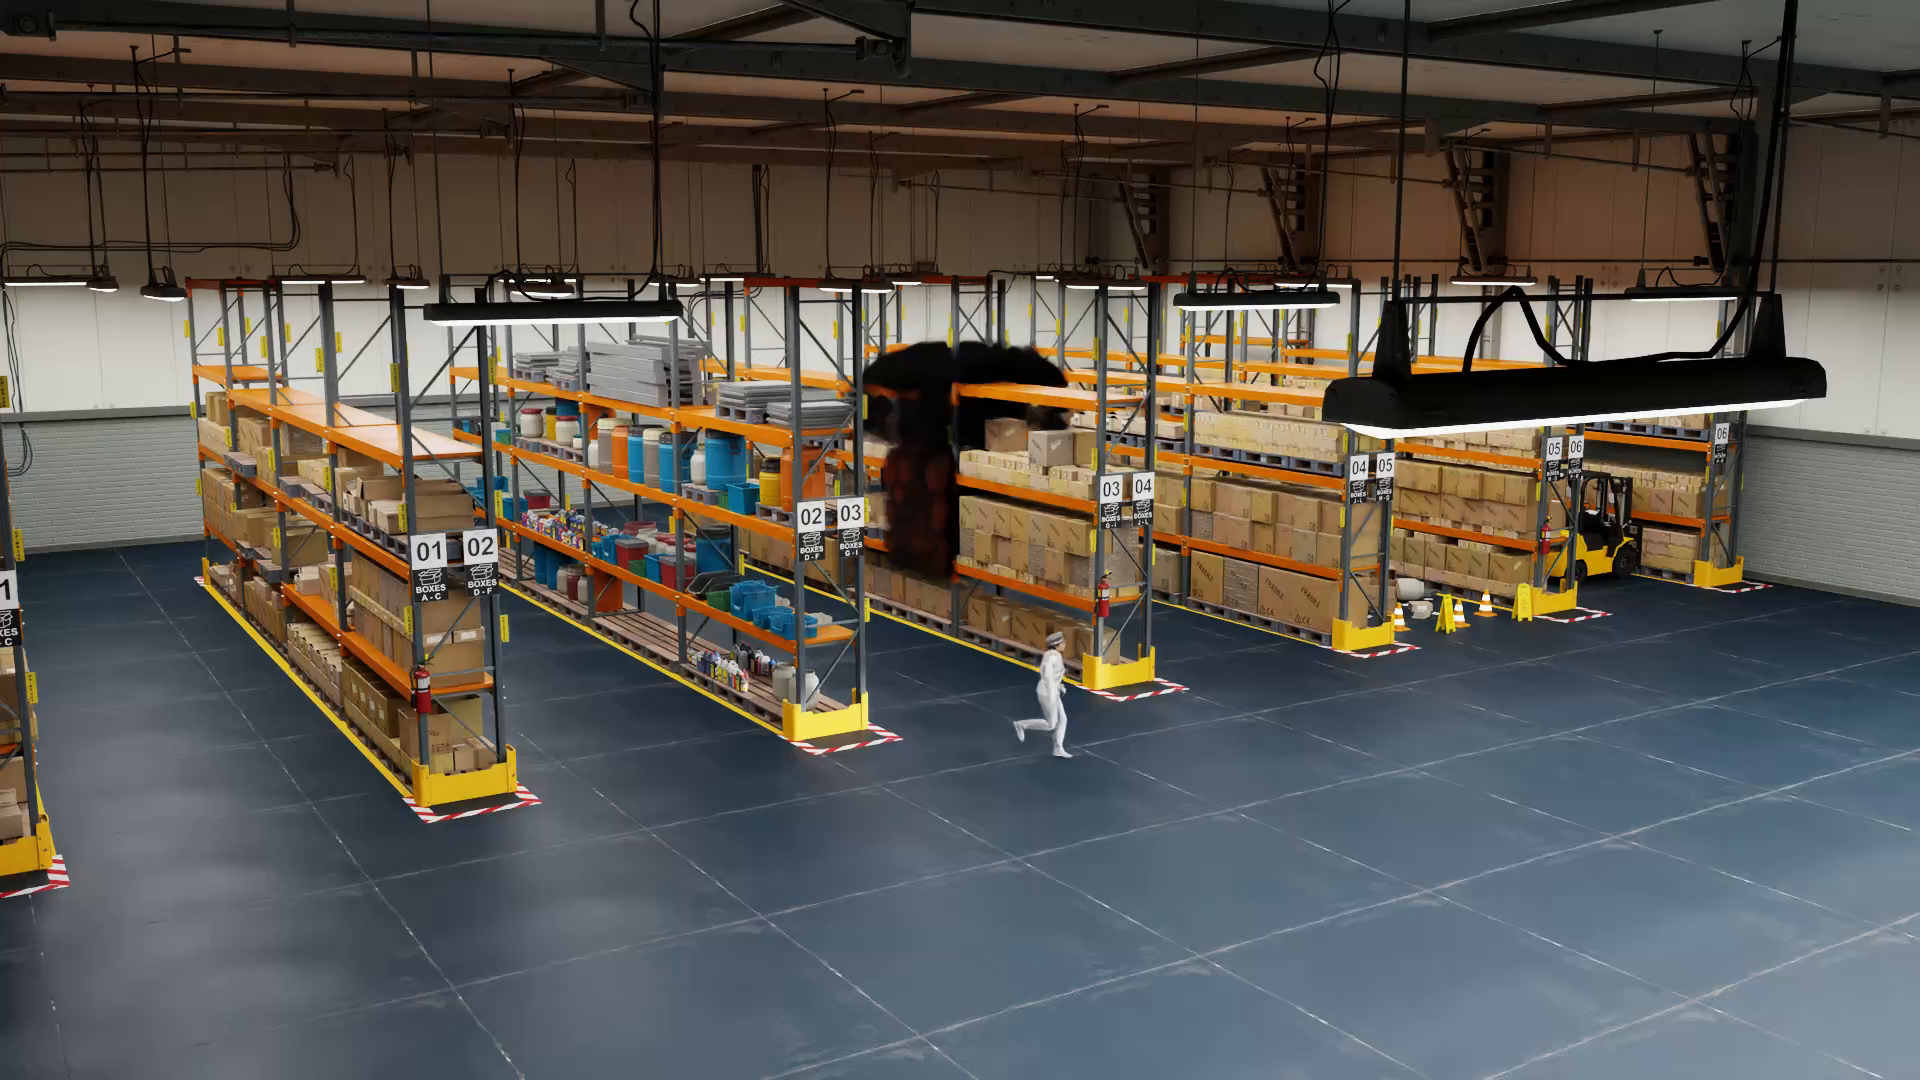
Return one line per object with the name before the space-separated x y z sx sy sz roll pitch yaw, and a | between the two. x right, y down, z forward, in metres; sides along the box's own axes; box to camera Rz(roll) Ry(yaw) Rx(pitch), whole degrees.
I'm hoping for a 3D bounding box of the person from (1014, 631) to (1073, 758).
person | 1.076 1.999 21.343 0.772 1.671 0.634 0 10 -1
